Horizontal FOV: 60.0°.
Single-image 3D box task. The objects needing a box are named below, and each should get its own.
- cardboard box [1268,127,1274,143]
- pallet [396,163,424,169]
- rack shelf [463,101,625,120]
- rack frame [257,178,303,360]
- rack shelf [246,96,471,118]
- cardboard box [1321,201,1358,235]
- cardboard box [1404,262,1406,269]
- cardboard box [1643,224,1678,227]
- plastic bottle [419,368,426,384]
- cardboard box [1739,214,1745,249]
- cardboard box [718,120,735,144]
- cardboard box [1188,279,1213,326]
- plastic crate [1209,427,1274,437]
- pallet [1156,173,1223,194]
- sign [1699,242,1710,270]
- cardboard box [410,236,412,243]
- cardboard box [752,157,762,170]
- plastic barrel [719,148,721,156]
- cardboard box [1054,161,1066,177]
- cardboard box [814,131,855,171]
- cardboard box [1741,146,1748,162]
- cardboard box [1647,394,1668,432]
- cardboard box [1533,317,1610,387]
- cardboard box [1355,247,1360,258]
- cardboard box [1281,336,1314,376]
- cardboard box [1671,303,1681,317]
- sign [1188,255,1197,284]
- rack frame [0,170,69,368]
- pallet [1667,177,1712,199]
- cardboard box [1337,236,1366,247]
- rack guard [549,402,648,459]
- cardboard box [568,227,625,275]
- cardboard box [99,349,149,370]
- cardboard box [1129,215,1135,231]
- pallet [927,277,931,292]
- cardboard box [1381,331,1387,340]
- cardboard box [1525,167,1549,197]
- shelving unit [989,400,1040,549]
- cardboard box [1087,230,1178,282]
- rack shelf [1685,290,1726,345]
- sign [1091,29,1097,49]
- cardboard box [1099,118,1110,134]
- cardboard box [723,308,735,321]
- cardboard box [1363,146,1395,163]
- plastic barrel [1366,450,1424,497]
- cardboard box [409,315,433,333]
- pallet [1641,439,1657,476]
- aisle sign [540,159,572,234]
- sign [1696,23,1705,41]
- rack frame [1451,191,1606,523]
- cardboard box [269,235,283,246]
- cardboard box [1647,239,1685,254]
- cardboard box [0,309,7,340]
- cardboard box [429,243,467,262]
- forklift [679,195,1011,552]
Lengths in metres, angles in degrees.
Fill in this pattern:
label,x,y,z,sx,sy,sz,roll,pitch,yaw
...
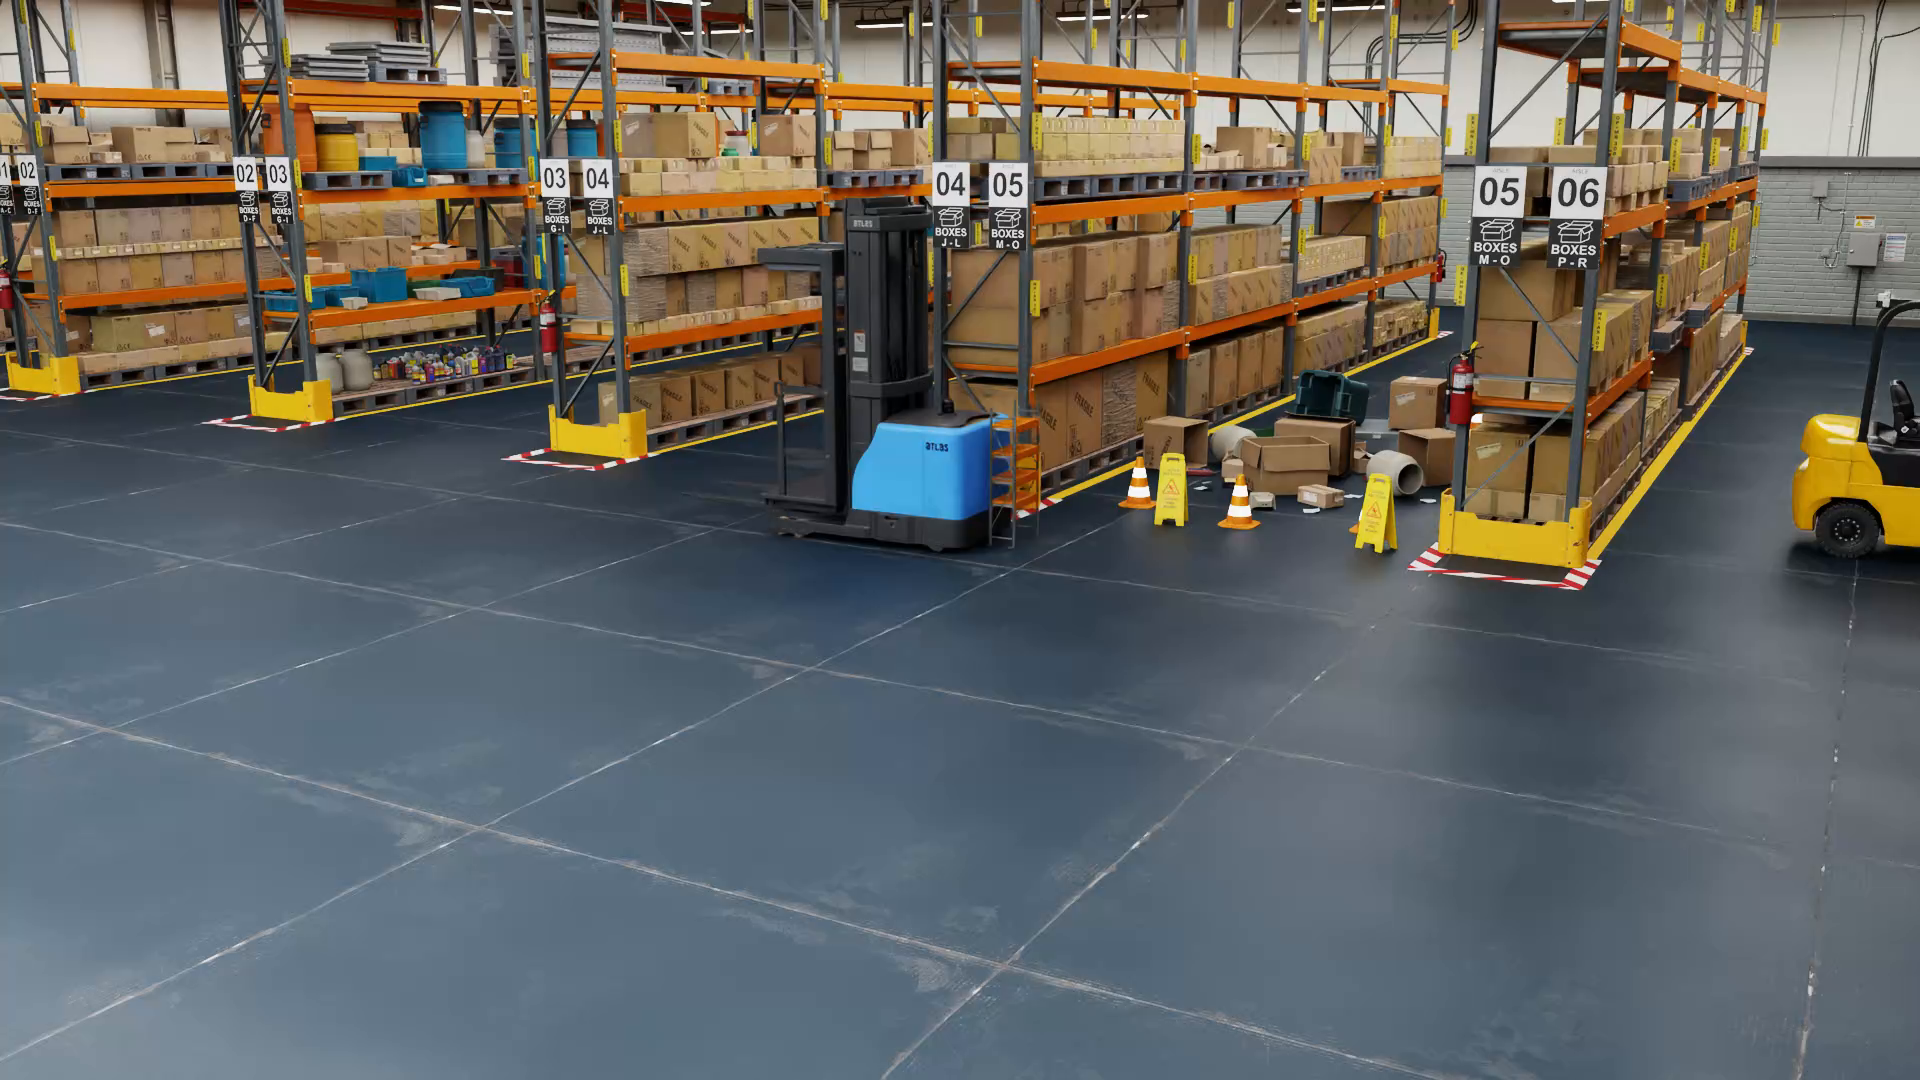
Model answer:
label,x,y,z,sx,sy,sz,roll,pitch,yaw
cardboard box,4.048,-5.480,22.615,0.396,0.266,0.258,7,15,28
pallet,-9.671,-6.181,27.776,1.003,0.211,1.213,8,16,31
rack shelf,-7.916,-7.977,30.808,1.077,0.370,4.000,7,15,28
rack frame,-10.817,-4.373,26.274,1.000,3.000,0.127,7,15,28
rack shelf,-9.850,-7.156,27.404,1.077,0.370,4.000,7,15,28
cardboard box,6.004,-5.115,26.369,0.500,0.500,0.500,7,15,26
cardboard box,7.223,-4.598,27.741,0.380,0.149,0.250,8,16,29
cardboard box,9.221,-3.929,22.083,0.500,0.500,0.500,7,15,27
plastic bottle,-7.217,-2.202,22.300,0.097,0.201,0.097,0,14,0
cardboard box,11.591,-4.684,25.214,0.500,0.500,0.500,7,15,28
cardboard box,-5.250,-8.721,35.560,0.700,0.500,0.500,7,15,28
cardboard box,2.636,-2.793,19.507,0.500,0.500,0.500,8,15,29
plastic crate,3.209,-1.144,18.757,0.662,0.188,0.450,-8,6,-30
pallet,2.546,-4.226,19.672,0.805,0.209,1.217,7,15,26
sign,8.942,-3.413,19.988,0.100,0.325,0.005,7,15,28
cardboard box,-11.545,-6.198,34.335,0.380,0.149,0.250,7,15,28
cardboard box,-2.606,-4.520,19.951,0.380,0.149,0.250,8,16,30
plastic barrel,-4.159,-6.464,27.943,0.301,0.262,0.301,0,14,0
cardboard box,0.782,-3.522,15.769,0.380,0.149,0.250,8,15,29
cardboard box,-1.833,-5.048,21.556,0.797,0.503,0.637,7,15,25
cardboard box,12.191,-6.125,26.350,0.500,0.250,0.500,6,15,23
cardboard box,7.459,-1.453,18.870,0.950,0.372,0.625,8,16,30
cardboard box,5.066,-1.566,13.780,0.500,0.500,0.500,7,15,27
cardboard box,5.868,-4.377,25.295,0.380,0.149,0.250,7,15,28
cardboard box,4.645,-2.593,23.328,0.500,0.500,0.500,7,15,26
cardboard box,7.727,-2.551,18.356,0.380,0.149,0.250,8,16,30
sign,2.633,-3.064,18.828,0.100,0.325,0.005,7,15,28
rack frame,-12.750,-3.553,22.870,1.000,3.000,0.127,7,15,28
pallet,7.419,-3.822,17.987,1.213,0.211,1.003,7,15,28
cardboard box,5.991,-4.576,25.483,0.380,0.149,0.250,8,16,31
rack guard,-4.044,-1.230,18.569,1.175,0.500,0.348,7,15,28
cardboard box,-4.031,-3.250,18.631,0.500,0.500,0.500,7,15,28
cardboard box,-12.058,-2.608,23.922,0.500,0.250,0.500,7,15,28
cardboard box,2.944,-5.978,31.015,0.500,0.500,0.500,7,15,27
pallet,-1.134,-3.567,23.338,1.003,0.211,1.213,7,15,28
cardboard box,6.753,-3.335,27.152,0.380,0.149,0.250,7,15,27
cardboard box,4.606,-2.972,13.747,0.500,0.250,0.500,7,15,27
shelving unit,0.471,-0.572,14.344,0.258,1.200,0.503,7,15,26
cardboard box,1.938,-3.194,18.756,0.875,0.550,0.550,7,15,28
rack shelf,9.429,-3.009,22.148,1.077,0.370,4.000,7,15,28
sign,2.201,-8.241,27.356,0.100,0.325,0.005,7,15,28
cardboard box,1.268,-4.116,16.533,0.380,0.149,0.250,7,15,27
cardboard box,-2.919,-2.702,19.877,0.380,0.149,0.250,7,15,28
cardboard box,6.456,-6.009,25.910,0.500,0.250,0.500,8,16,30
plastic barrel,4.268,-0.650,16.325,0.421,0.421,0.512,-5,14,-20
cardboard box,-9.416,-3.717,28.521,0.500,0.250,0.500,8,16,29
pallet,6.903,-0.932,17.948,1.003,0.211,1.213,7,15,28
aisle sign,-4.373,-3.715,17.994,0.394,0.787,0.004,7,15,28
sign,11.847,-8.101,26.605,0.100,0.325,0.005,7,15,28
rack frame,4.595,-1.307,13.554,1.000,3.000,0.127,7,15,28
cardboard box,-10.761,-4.657,25.854,0.380,0.149,0.250,7,15,28
cardboard box,7.918,-3.293,18.665,0.380,0.149,0.250,7,15,25
cardboard box,-16.001,-3.505,27.068,0.700,0.500,0.500,6,15,25
cardboard box,-9.097,-5.081,29.399,0.500,0.311,0.500,9,16,32
forklift,-1.098,-1.548,14.701,3.031,2.935,1.130,7,15,26
